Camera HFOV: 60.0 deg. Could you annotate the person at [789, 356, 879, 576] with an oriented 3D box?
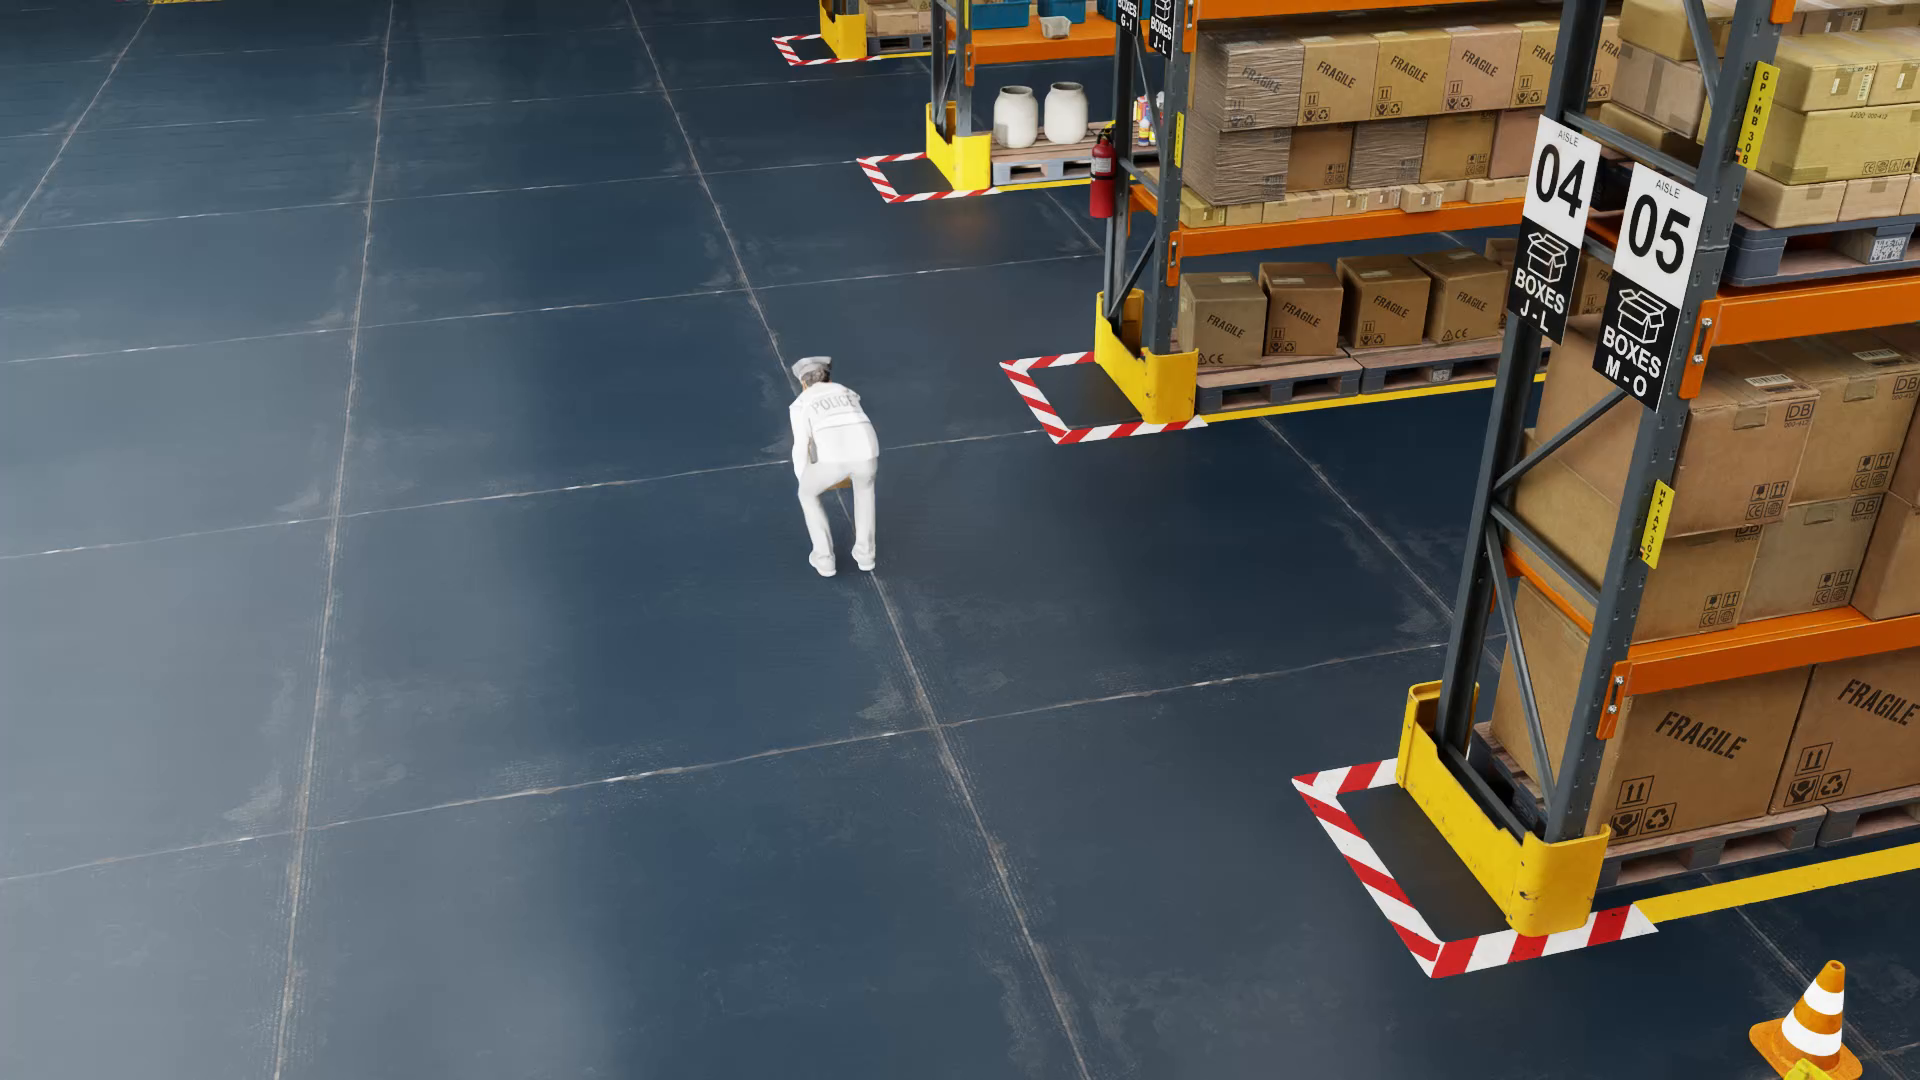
[{"bbox_3d":[-0.730,-0.430,9.518,0.449,1.106,0.919,-9,32,-16],"label":"person"}]
